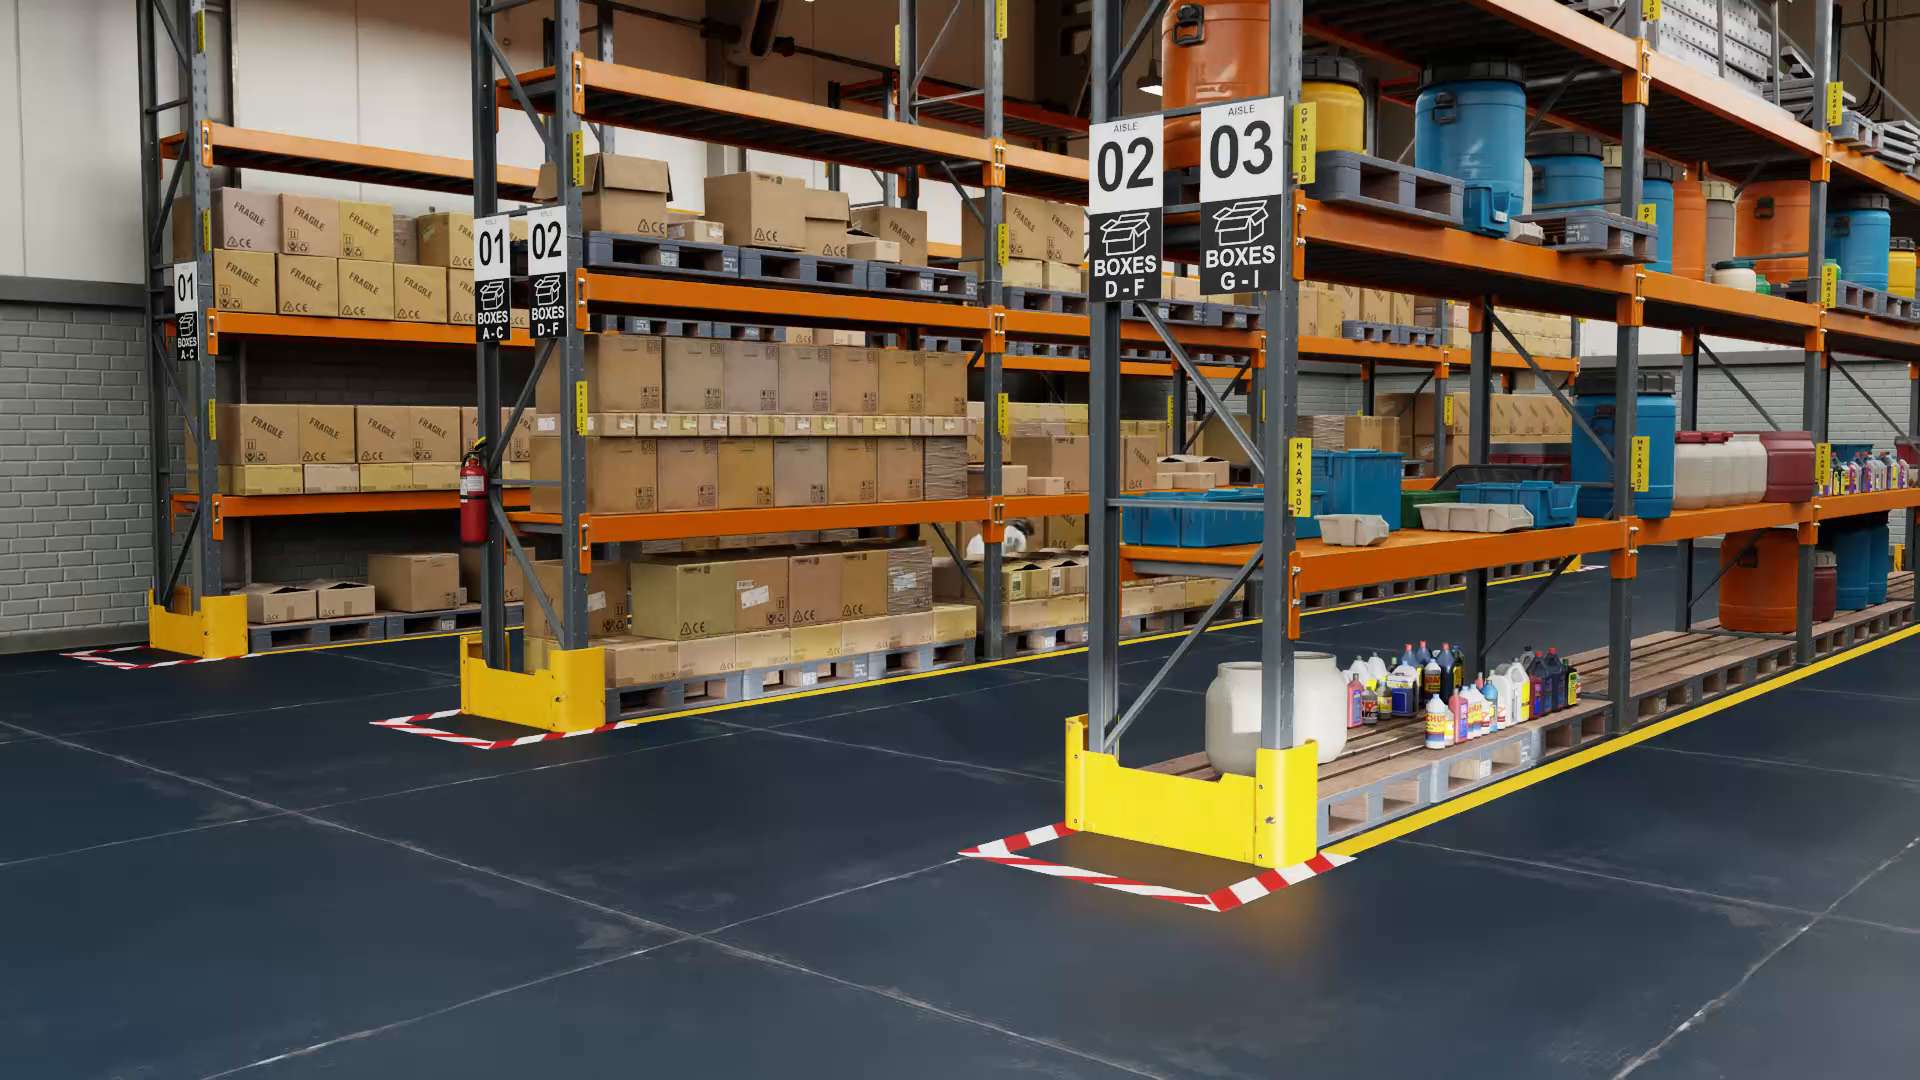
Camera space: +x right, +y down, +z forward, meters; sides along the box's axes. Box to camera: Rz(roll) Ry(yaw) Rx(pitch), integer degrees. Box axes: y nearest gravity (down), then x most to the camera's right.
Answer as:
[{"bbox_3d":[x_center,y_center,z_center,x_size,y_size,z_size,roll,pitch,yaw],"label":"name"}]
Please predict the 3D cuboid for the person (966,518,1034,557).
[{"bbox_3d":[0.424,0.282,16.494,0.470,0.977,0.912,3,5,39],"label":"person"}]
